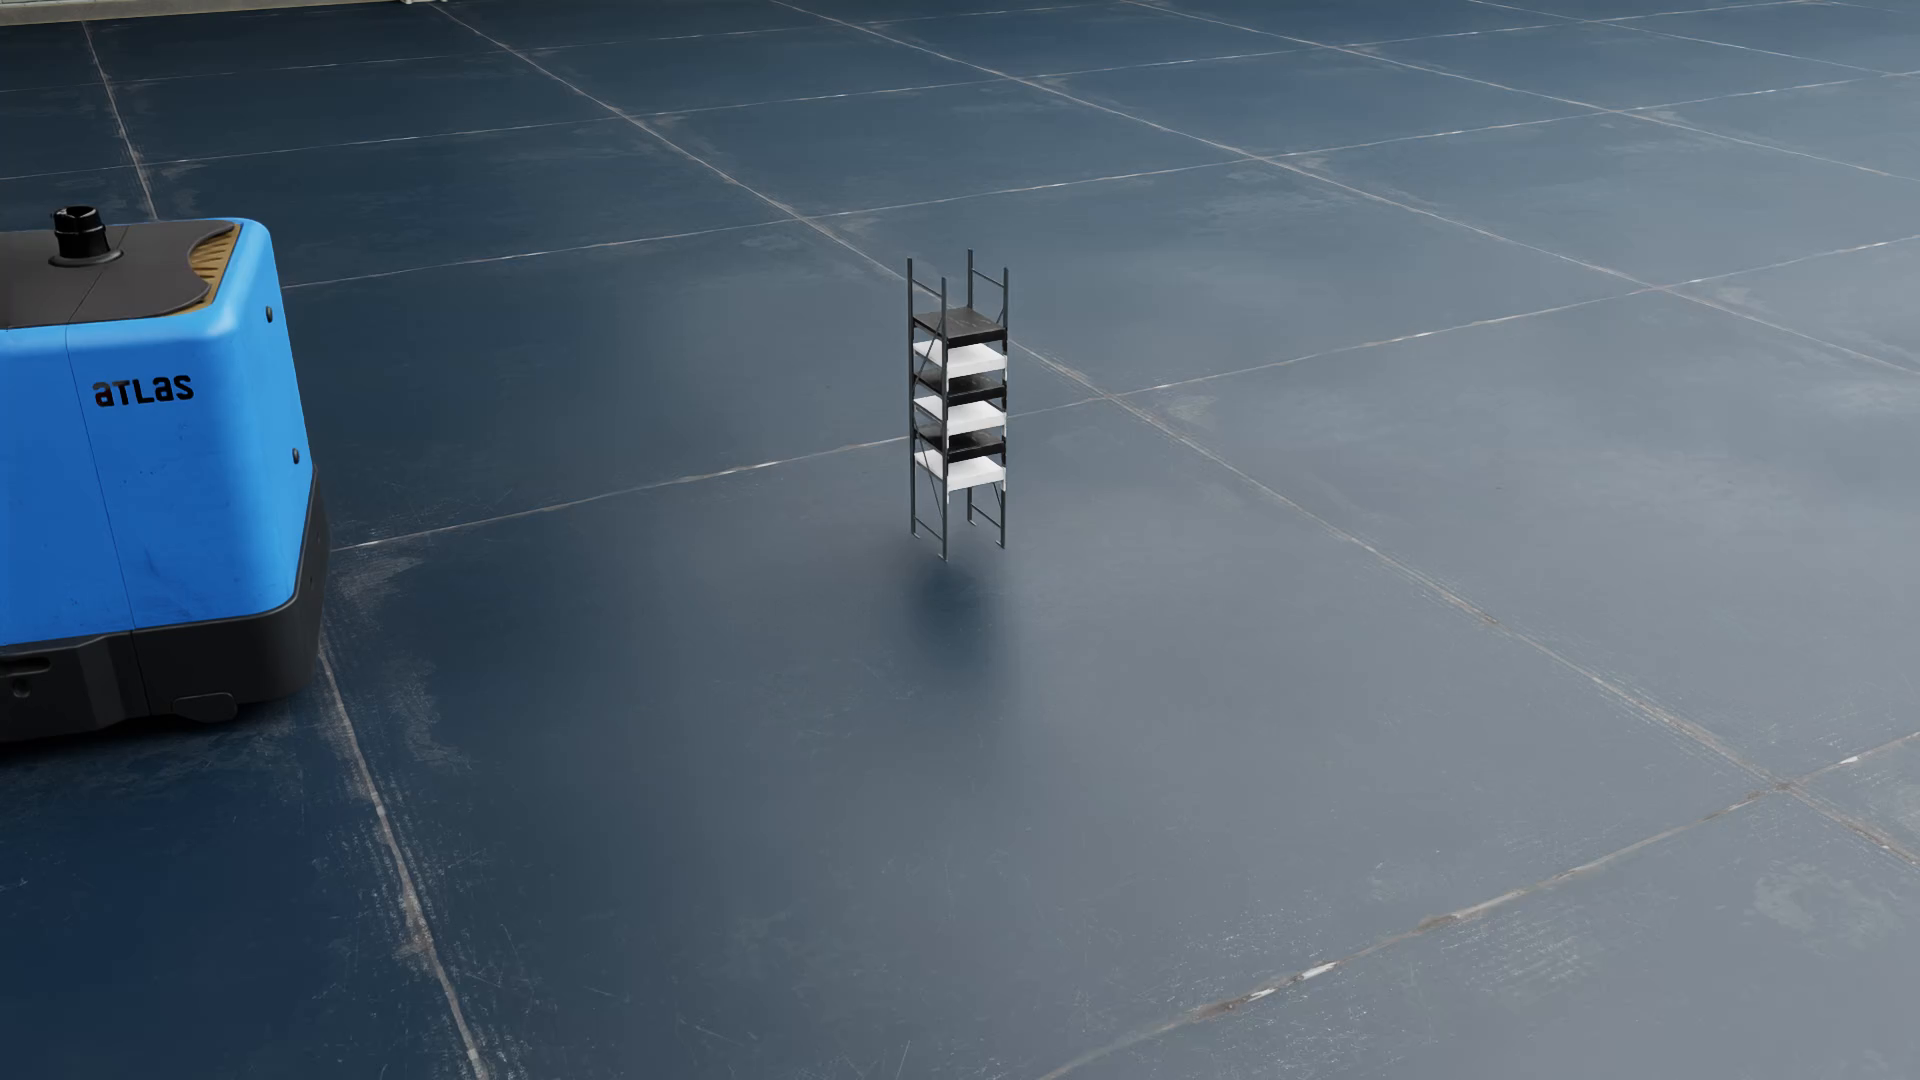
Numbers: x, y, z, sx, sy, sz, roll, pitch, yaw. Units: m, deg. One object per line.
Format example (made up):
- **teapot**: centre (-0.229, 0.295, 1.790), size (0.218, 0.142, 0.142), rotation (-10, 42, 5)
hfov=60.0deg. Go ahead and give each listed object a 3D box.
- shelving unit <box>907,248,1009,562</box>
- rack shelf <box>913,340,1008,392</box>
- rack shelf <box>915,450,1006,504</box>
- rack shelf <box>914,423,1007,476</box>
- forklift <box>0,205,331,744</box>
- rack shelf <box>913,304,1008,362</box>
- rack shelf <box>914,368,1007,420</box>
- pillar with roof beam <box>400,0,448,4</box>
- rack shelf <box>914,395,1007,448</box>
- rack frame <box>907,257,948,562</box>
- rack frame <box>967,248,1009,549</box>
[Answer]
- **shelving unit**: centre (-0.007, -0.404, 5.052), size (0.210, 0.900, 0.258), rotation (-13, 29, -25)
- **rack shelf**: centre (-0.007, -0.536, 4.988), size (0.200, 0.077, 0.258), rotation (-13, 29, -25)
- **rack shelf**: centre (-0.007, -0.212, 5.144), size (0.200, 0.077, 0.258), rotation (-13, 29, -25)
- **rack shelf**: centre (-0.007, -0.293, 5.105), size (0.200, 0.077, 0.258), rotation (-13, 29, -25)
- **forklift**: centre (-3.261, -0.897, 3.732), size (3.031, 2.935, 1.130), rotation (-7, 27, -14)
- **rack shelf**: centre (-0.007, -0.617, 4.949), size (0.200, 0.077, 0.258), rotation (-13, 29, -25)
- **rack shelf**: centre (-0.007, -0.455, 5.027), size (0.200, 0.077, 0.258), rotation (-13, 29, -25)
- **pillar with roof beam**: centre (-3.199, -7.665, 10.819), size (0.400, 9.000, 9.100), rotation (-13, 29, -25)
- **rack shelf**: centre (-0.007, -0.374, 5.066), size (0.200, 0.077, 0.258), rotation (-13, 29, -25)
- **rack frame**: centre (-0.097, -0.383, 5.009), size (0.006, 0.900, 0.240), rotation (-13, 29, -25)
- **rack frame**: centre (0.083, -0.425, 5.095), size (0.006, 0.900, 0.240), rotation (-13, 29, -25)
